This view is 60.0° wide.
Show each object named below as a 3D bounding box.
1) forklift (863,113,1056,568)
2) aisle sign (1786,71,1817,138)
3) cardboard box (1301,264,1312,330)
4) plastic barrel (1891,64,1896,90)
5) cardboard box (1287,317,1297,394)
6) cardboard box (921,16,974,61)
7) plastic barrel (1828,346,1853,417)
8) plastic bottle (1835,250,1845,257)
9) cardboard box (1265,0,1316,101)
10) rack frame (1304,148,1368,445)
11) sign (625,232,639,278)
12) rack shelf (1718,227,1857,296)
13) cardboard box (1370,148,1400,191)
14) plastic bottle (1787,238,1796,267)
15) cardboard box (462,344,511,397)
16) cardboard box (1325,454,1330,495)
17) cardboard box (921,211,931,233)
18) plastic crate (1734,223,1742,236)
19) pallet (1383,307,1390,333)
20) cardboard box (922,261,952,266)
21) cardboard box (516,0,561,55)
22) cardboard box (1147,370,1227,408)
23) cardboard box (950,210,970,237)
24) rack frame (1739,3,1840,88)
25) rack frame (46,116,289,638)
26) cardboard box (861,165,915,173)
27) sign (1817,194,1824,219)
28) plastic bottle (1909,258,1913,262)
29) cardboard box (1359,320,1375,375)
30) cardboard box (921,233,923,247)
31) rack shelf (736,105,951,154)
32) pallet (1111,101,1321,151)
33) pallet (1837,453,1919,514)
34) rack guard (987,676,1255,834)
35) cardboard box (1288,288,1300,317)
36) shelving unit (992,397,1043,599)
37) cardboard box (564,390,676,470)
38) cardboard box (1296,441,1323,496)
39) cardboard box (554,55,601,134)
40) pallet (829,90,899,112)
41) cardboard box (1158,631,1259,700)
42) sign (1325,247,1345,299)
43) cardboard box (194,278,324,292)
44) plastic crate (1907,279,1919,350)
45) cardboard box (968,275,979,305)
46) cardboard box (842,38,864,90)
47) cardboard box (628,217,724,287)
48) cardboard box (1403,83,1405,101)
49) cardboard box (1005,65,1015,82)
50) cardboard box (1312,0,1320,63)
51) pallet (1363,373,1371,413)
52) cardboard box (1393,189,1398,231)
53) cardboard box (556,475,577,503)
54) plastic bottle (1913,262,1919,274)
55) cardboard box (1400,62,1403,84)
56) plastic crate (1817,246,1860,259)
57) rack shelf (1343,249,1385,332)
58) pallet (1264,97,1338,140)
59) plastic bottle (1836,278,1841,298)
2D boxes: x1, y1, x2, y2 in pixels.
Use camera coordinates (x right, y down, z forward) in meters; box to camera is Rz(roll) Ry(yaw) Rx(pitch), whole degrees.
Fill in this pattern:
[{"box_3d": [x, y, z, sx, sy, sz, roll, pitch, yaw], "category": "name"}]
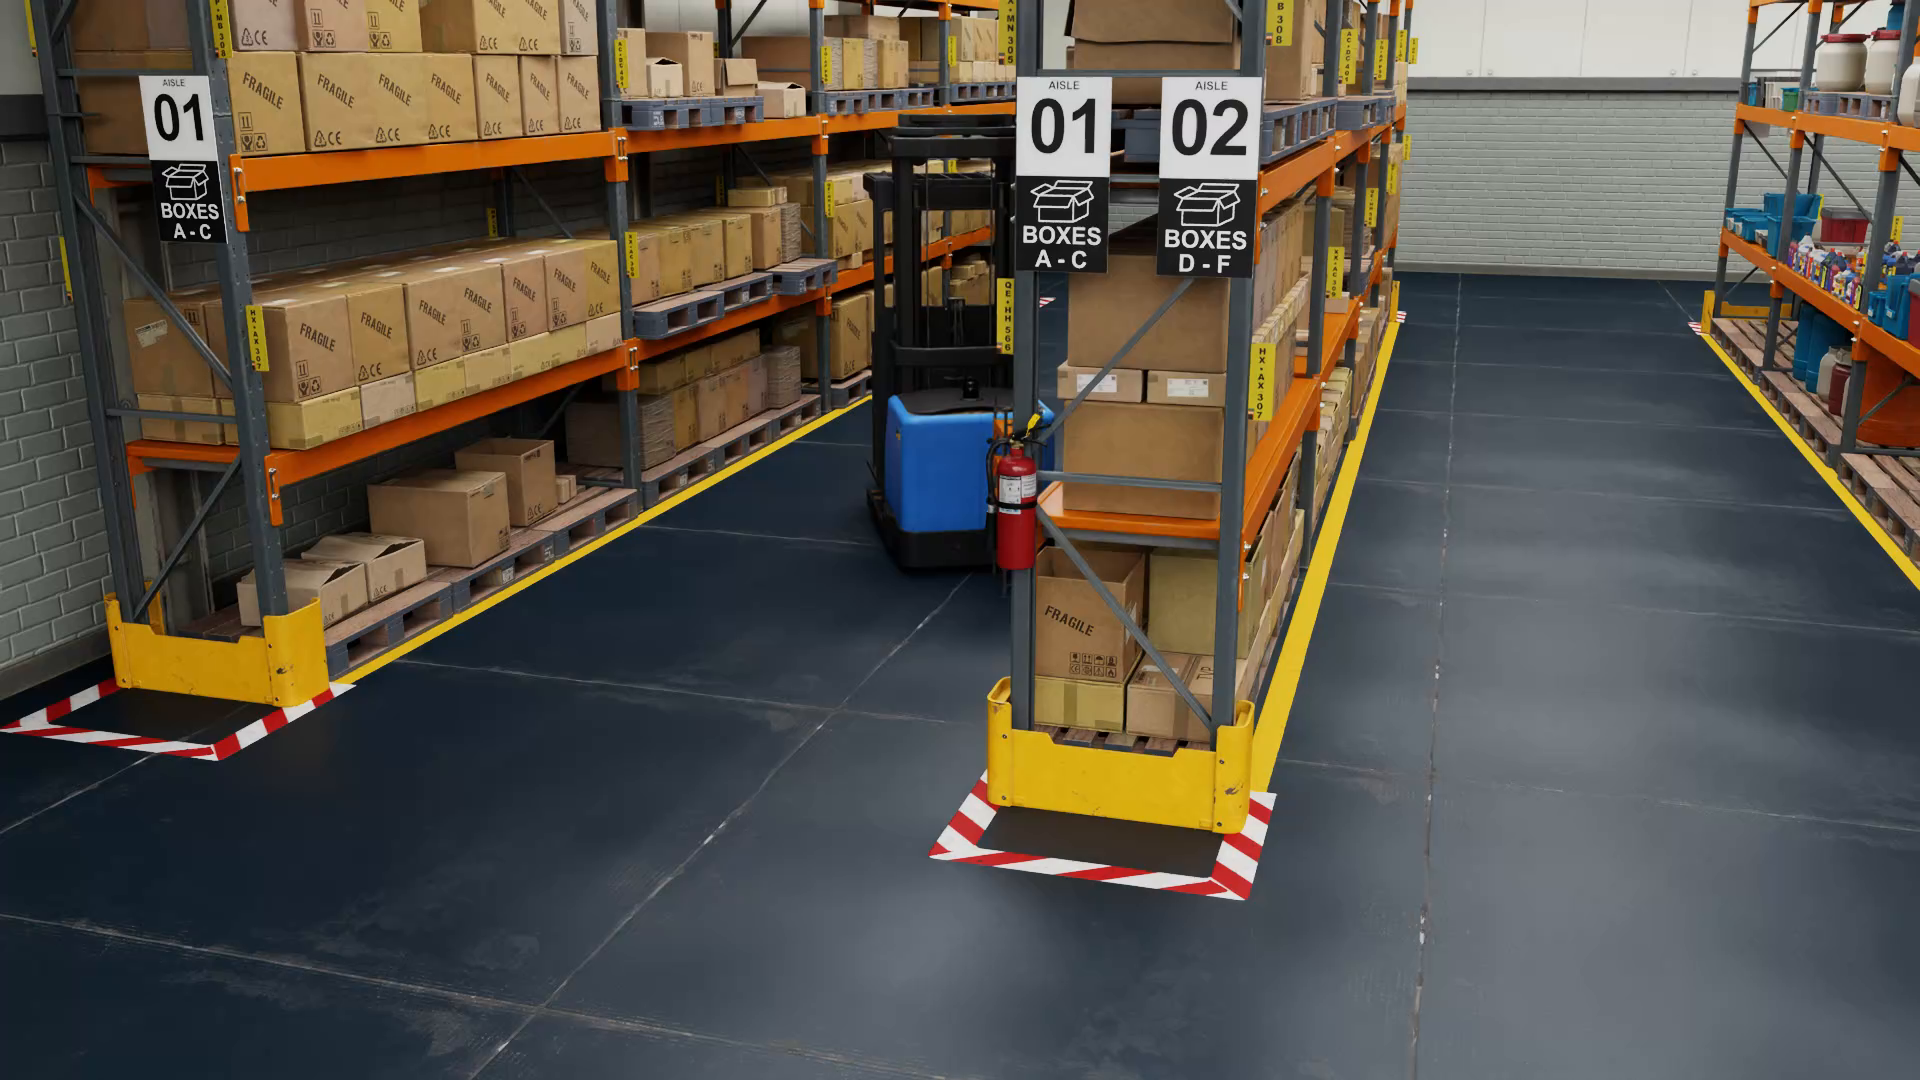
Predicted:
[{"box_3d": [-0.103, -1.584, 12.044, 1.130, 2.935, 3.031, -3, 16, -9], "category": "forklift"}, {"box_3d": [10.321, -5.295, 20.236, 0.394, 0.787, 0.004, 5, 16, 16], "category": "aisle sign"}, {"box_3d": [2.387, -1.810, 12.531, 0.500, 0.500, 0.500, 5, 16, 16], "category": "cardboard box"}, {"box_3d": [7.910, -3.825, 13.806, 0.301, 0.262, 0.301, 0, 16, 0], "category": "plastic barrel"}, {"box_3d": [1.741, -1.225, 10.468, 0.700, 0.500, 0.500, 4, 16, 14], "category": "cardboard box"}, {"box_3d": [-0.145, -5.916, 19.642, 0.500, 0.500, 0.500, 4, 16, 15], "category": "cardboard box"}, {"box_3d": [8.189, -1.422, 14.994, 0.600, 0.588, 0.708, 5, 16, 16], "category": "plastic barrel"}, {"box_3d": [8.268, -2.596, 15.713, 0.152, 0.276, 0.135, 5, 16, 16], "category": "plastic bottle"}, {"box_3d": [1.458, -2.421, 8.161, 0.500, 0.500, 0.500, 5, 16, 16], "category": "cardboard box"}, {"box_3d": [2.998, -2.340, 14.583, 1.000, 3.000, 0.127, 5, 16, 16], "category": "rack frame"}, {"box_3d": [-2.367, -2.053, 11.985, 0.100, 0.325, 0.005, 5, 16, 16], "category": "sign"}, {"box_3d": [9.451, -3.179, 18.857, 1.077, 0.370, 4.000, 5, 16, 16], "category": "rack shelf"}, {"box_3d": [4.977, -4.422, 19.906, 0.500, 0.500, 0.500, 5, 17, 18], "category": "cardboard box"}, {"box_3d": [8.369, -2.883, 16.709, 0.061, 0.283, 0.133, 5, 16, 16], "category": "plastic bottle"}, {"box_3d": [-3.153, -1.073, 10.352, 0.500, 0.250, 0.500, 5, 17, 16], "category": "cardboard box"}, {"box_3d": [2.504, -0.528, 12.465, 0.500, 0.250, 0.500, 4, 16, 14], "category": "cardboard box"}, {"box_3d": [-0.641, -3.696, 18.598, 0.500, 0.500, 0.500, 5, 17, 16], "category": "cardboard box"}, {"box_3d": [9.270, -3.656, 19.595, 0.250, 0.136, 0.298, 5, 16, 16], "category": "plastic crate"}, {"box_3d": [5.024, -2.863, 21.537, 1.003, 0.211, 1.213, 5, 16, 16], "category": "pallet"}, {"box_3d": [-0.315, -3.453, 21.130, 0.380, 0.149, 0.250, 4, 16, 14], "category": "cardboard box"}, {"box_3d": [-2.918, -3.362, 10.634, 0.500, 0.500, 0.500, 6, 17, 19], "category": "cardboard box"}, {"box_3d": [1.042, -0.693, 7.404, 0.380, 0.149, 0.250, 5, 16, 15], "category": "cardboard box"}, {"box_3d": [-0.446, -4.055, 20.078, 0.980, 0.700, 0.700, 5, 17, 17], "category": "cardboard box"}, {"box_3d": [10.019, -6.934, 19.785, 1.000, 3.000, 0.127, 5, 16, 16], "category": "rack frame"}, {"box_3d": [-4.026, -0.630, 8.554, 1.000, 3.000, 0.127, 5, 16, 16], "category": "rack frame"}, {"box_3d": [-0.803, -3.923, 18.024, 0.500, 0.250, 0.500, 5, 17, 17], "category": "cardboard box"}, {"box_3d": [10.551, -4.088, 20.446, 0.100, 0.325, 0.005, 5, 16, 16], "category": "sign"}, {"box_3d": [8.626, -2.425, 15.119, 0.097, 0.271, 0.097, 0, 16, 0], "category": "plastic bottle"}, {"box_3d": [3.978, -1.985, 17.104, 0.500, 0.500, 0.500, 5, 17, 17], "category": "cardboard box"}, {"box_3d": [-0.625, -3.342, 18.540, 0.380, 0.149, 0.250, 5, 16, 16], "category": "cardboard box"}, {"box_3d": [-1.184, -4.343, 17.467, 1.077, 0.370, 4.000, 5, 16, 16], "category": "rack shelf"}, {"box_3d": [1.295, -2.151, 8.580, 1.003, 0.211, 1.213, 5, 16, 16], "category": "pallet"}, {"box_3d": [7.488, -0.414, 12.902, 1.003, 0.211, 1.213, 5, 16, 16], "category": "pallet"}, {"box_3d": [0.718, 0.962, 7.523, 1.175, 0.500, 0.348, 5, 16, 16], "category": "rack guard"}, {"box_3d": [1.845, -1.433, 10.012, 0.380, 0.149, 0.250, 4, 16, 14], "category": "cardboard box"}, {"box_3d": [0.364, -0.278, 10.612, 0.258, 1.200, 0.503, -2, 16, -6], "category": "shelving unit"}, {"box_3d": [-2.696, -0.880, 13.209, 0.700, 0.500, 0.500, 5, 17, 18], "category": "cardboard box"}, {"box_3d": [2.217, -0.531, 11.448, 0.500, 0.311, 0.500, 5, 16, 16], "category": "cardboard box"}, {"box_3d": [-2.797, -3.026, 11.283, 0.500, 0.500, 0.500, 5, 17, 17], "category": "cardboard box"}, {"box_3d": [-1.306, -4.541, 17.191, 1.003, 0.211, 1.213, 5, 17, 18], "category": "pallet"}, {"box_3d": [1.229, 0.620, 8.417, 0.500, 0.250, 0.500, 5, 16, 16], "category": "cardboard box"}, {"box_3d": [2.394, -1.706, 10.614, 0.100, 0.325, 0.005, 5, 16, 16], "category": "sign"}, {"box_3d": [-3.944, -1.199, 9.424, 0.500, 0.500, 0.500, 5, 17, 17], "category": "cardboard box"}, {"box_3d": [6.993, -1.587, 11.809, 0.402, 0.464, 0.583, 5, 16, 16], "category": "plastic crate"}, {"box_3d": [-0.159, -3.088, 21.031, 0.700, 0.500, 0.500, 4, 16, 15], "category": "cardboard box"}, {"box_3d": [-1.400, -4.844, 16.923, 0.700, 0.500, 0.500, 6, 17, 19], "category": "cardboard box"}, {"box_3d": [-2.389, -2.387, 13.760, 0.700, 0.500, 0.500, 7, 17, 24], "category": "cardboard box"}, {"box_3d": [5.225, -5.519, 20.569, 0.500, 0.250, 0.500, 5, 16, 16], "category": "cardboard box"}, {"box_3d": [0.420, -6.089, 21.624, 0.500, 0.250, 0.500, 4, 16, 14], "category": "cardboard box"}, {"box_3d": [2.074, -3.386, 10.903, 0.500, 0.500, 0.500, 5, 17, 17], "category": "cardboard box"}, {"box_3d": [3.595, -1.509, 16.763, 1.003, 0.211, 1.213, 5, 16, 16], "category": "pallet"}, {"box_3d": [5.114, -4.077, 20.522, 0.500, 0.500, 0.500, 5, 17, 16], "category": "cardboard box"}, {"box_3d": [-3.013, -0.383, 12.069, 0.380, 0.166, 0.250, 2, 16, 9], "category": "cardboard box"}, {"box_3d": [8.573, -2.346, 14.832, 0.152, 0.276, 0.135, 5, 16, 16], "category": "plastic bottle"}, {"box_3d": [4.946, -5.498, 19.577, 0.500, 0.250, 0.500, 5, 16, 16], "category": "cardboard box"}, {"box_3d": [9.152, -3.014, 17.332, 0.396, 0.136, 0.243, 5, 16, 16], "category": "plastic crate"}, {"box_3d": [3.566, -2.517, 16.526, 1.077, 0.370, 4.000, 5, 16, 16], "category": "rack shelf"}, {"box_3d": [1.643, -2.469, 9.702, 1.003, 0.211, 1.213, 5, 16, 16], "category": "pallet"}, {"box_3d": [7.706, -2.215, 14.505, 0.097, 0.201, 0.097, 0, 16, 0], "category": "plastic bottle"}]
